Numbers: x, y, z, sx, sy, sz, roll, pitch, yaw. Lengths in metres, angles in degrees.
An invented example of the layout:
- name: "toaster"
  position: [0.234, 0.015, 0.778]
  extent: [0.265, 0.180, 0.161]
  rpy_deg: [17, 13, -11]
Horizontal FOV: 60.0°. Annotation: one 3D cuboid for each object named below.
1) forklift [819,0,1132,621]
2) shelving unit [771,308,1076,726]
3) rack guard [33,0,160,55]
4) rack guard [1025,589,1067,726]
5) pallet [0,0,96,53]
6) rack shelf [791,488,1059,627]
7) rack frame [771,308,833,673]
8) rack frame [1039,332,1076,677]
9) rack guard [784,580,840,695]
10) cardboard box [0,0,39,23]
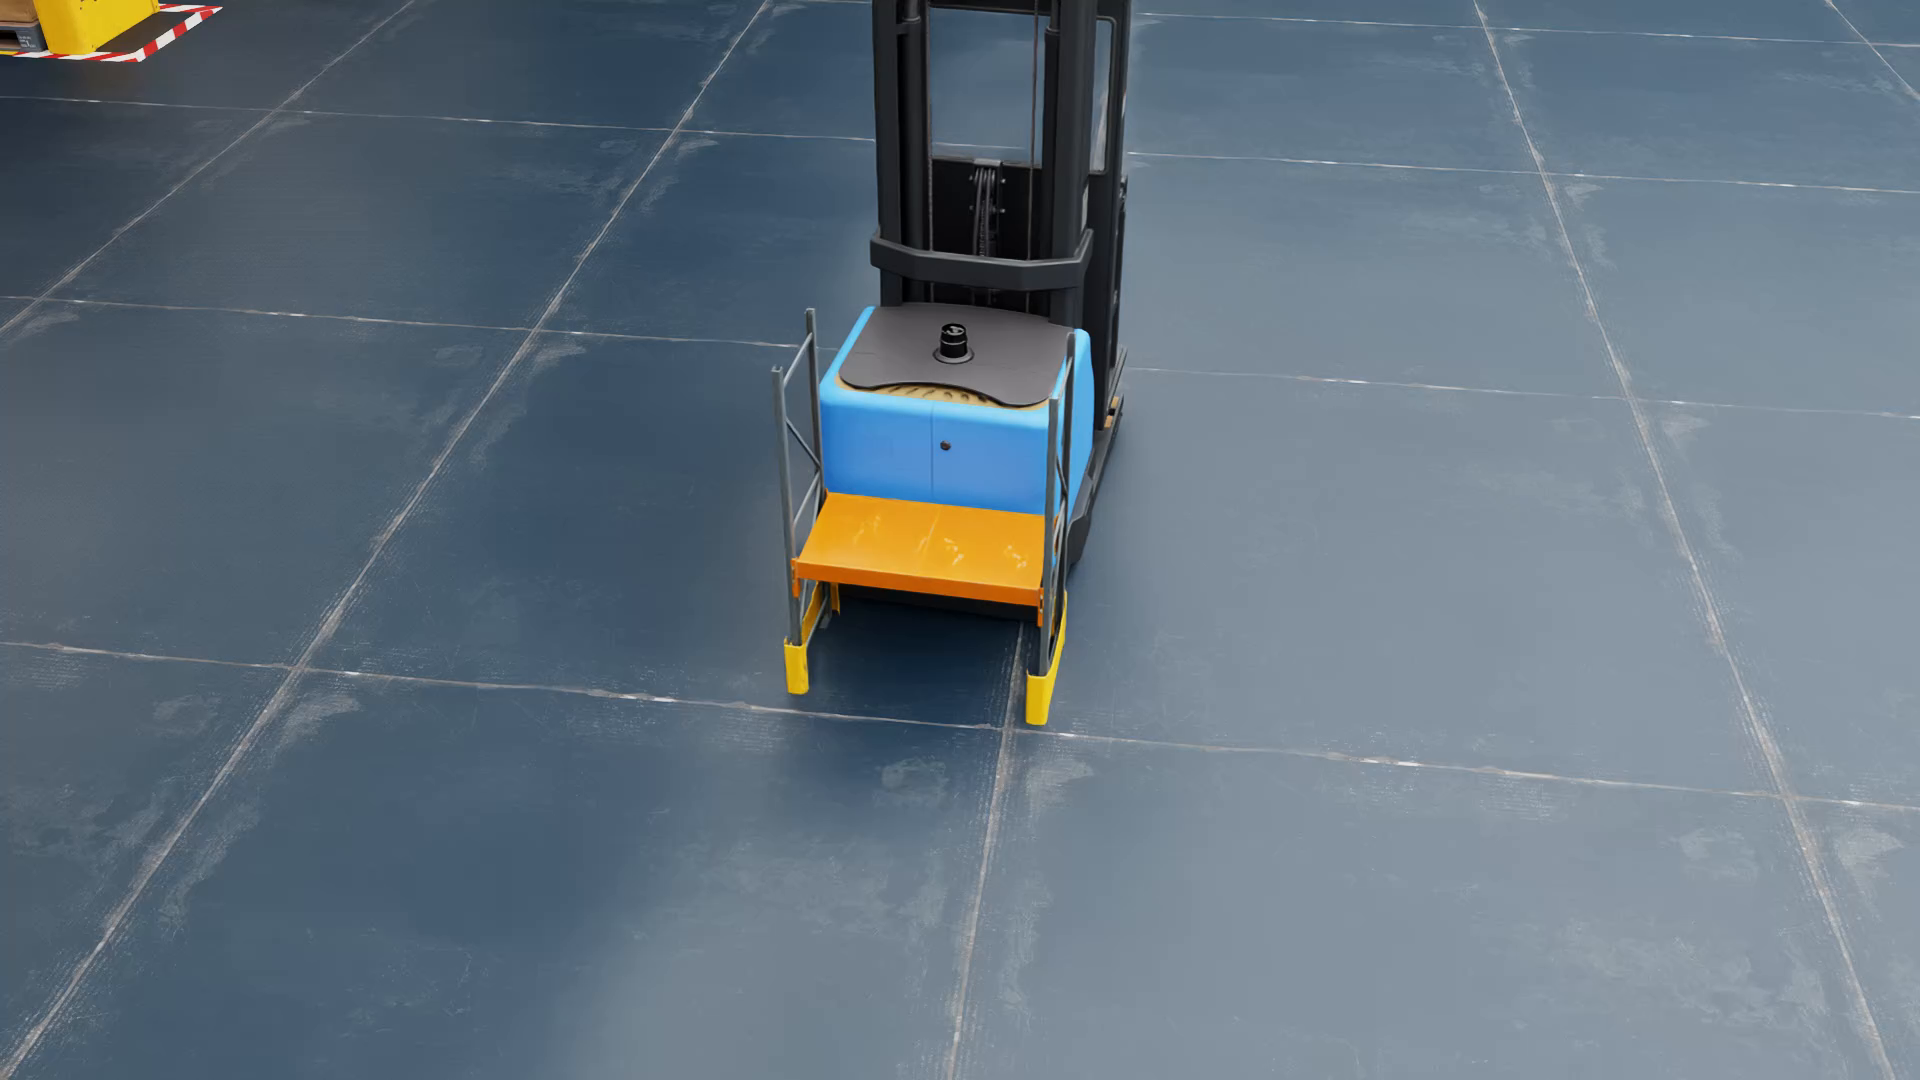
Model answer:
- name: "forklift"
  position: [0.225, -1.698, 7.606]
  extent: [1.130, 2.935, 3.031]
  rpy_deg: [8, 36, 11]
- name: "shelving unit"
  position: [-0.132, -0.086, 6.580]
  extent: [1.083, 1.500, 0.587]
  rpy_deg: [6, 36, 9]
- name: "rack guard"
  position: [-6.972, -4.368, 13.440]
  extent: [0.348, 0.500, 1.175]
  rpy_deg: [4, 36, 6]
- name: "rack guard"
  position: [0.357, 0.477, 6.866]
  extent: [0.087, 0.250, 0.587]
  rpy_deg: [6, 36, 9]
- name: "pallet"
  position: [-7.799, -4.266, 13.546]
  extent: [1.213, 0.211, 1.003]
  rpy_deg: [4, 36, 6]
- name: "rack shelf"
  position: [-0.123, 0.061, 6.683]
  extent: [1.000, 0.185, 0.538]
  rpy_deg: [6, 36, 9]
- name: "rack frame"
  position: [-0.622, -0.142, 6.657]
  extent: [0.032, 1.500, 0.500]
  rpy_deg: [6, 36, 9]
- name: "rack frame"
  position: [0.376, -0.029, 6.500]
  extent: [0.032, 1.500, 0.500]
  rpy_deg: [6, 36, 9]
- name: "rack guard"
  position: [-0.621, 0.367, 7.020]
  extent: [0.087, 0.250, 0.587]
  rpy_deg: [6, 36, 9]
- name: "cardboard box"
  position: [-7.677, -4.705, 13.228]
  extent: [0.875, 0.875, 0.875]
  rpy_deg: [4, 36, 6]
